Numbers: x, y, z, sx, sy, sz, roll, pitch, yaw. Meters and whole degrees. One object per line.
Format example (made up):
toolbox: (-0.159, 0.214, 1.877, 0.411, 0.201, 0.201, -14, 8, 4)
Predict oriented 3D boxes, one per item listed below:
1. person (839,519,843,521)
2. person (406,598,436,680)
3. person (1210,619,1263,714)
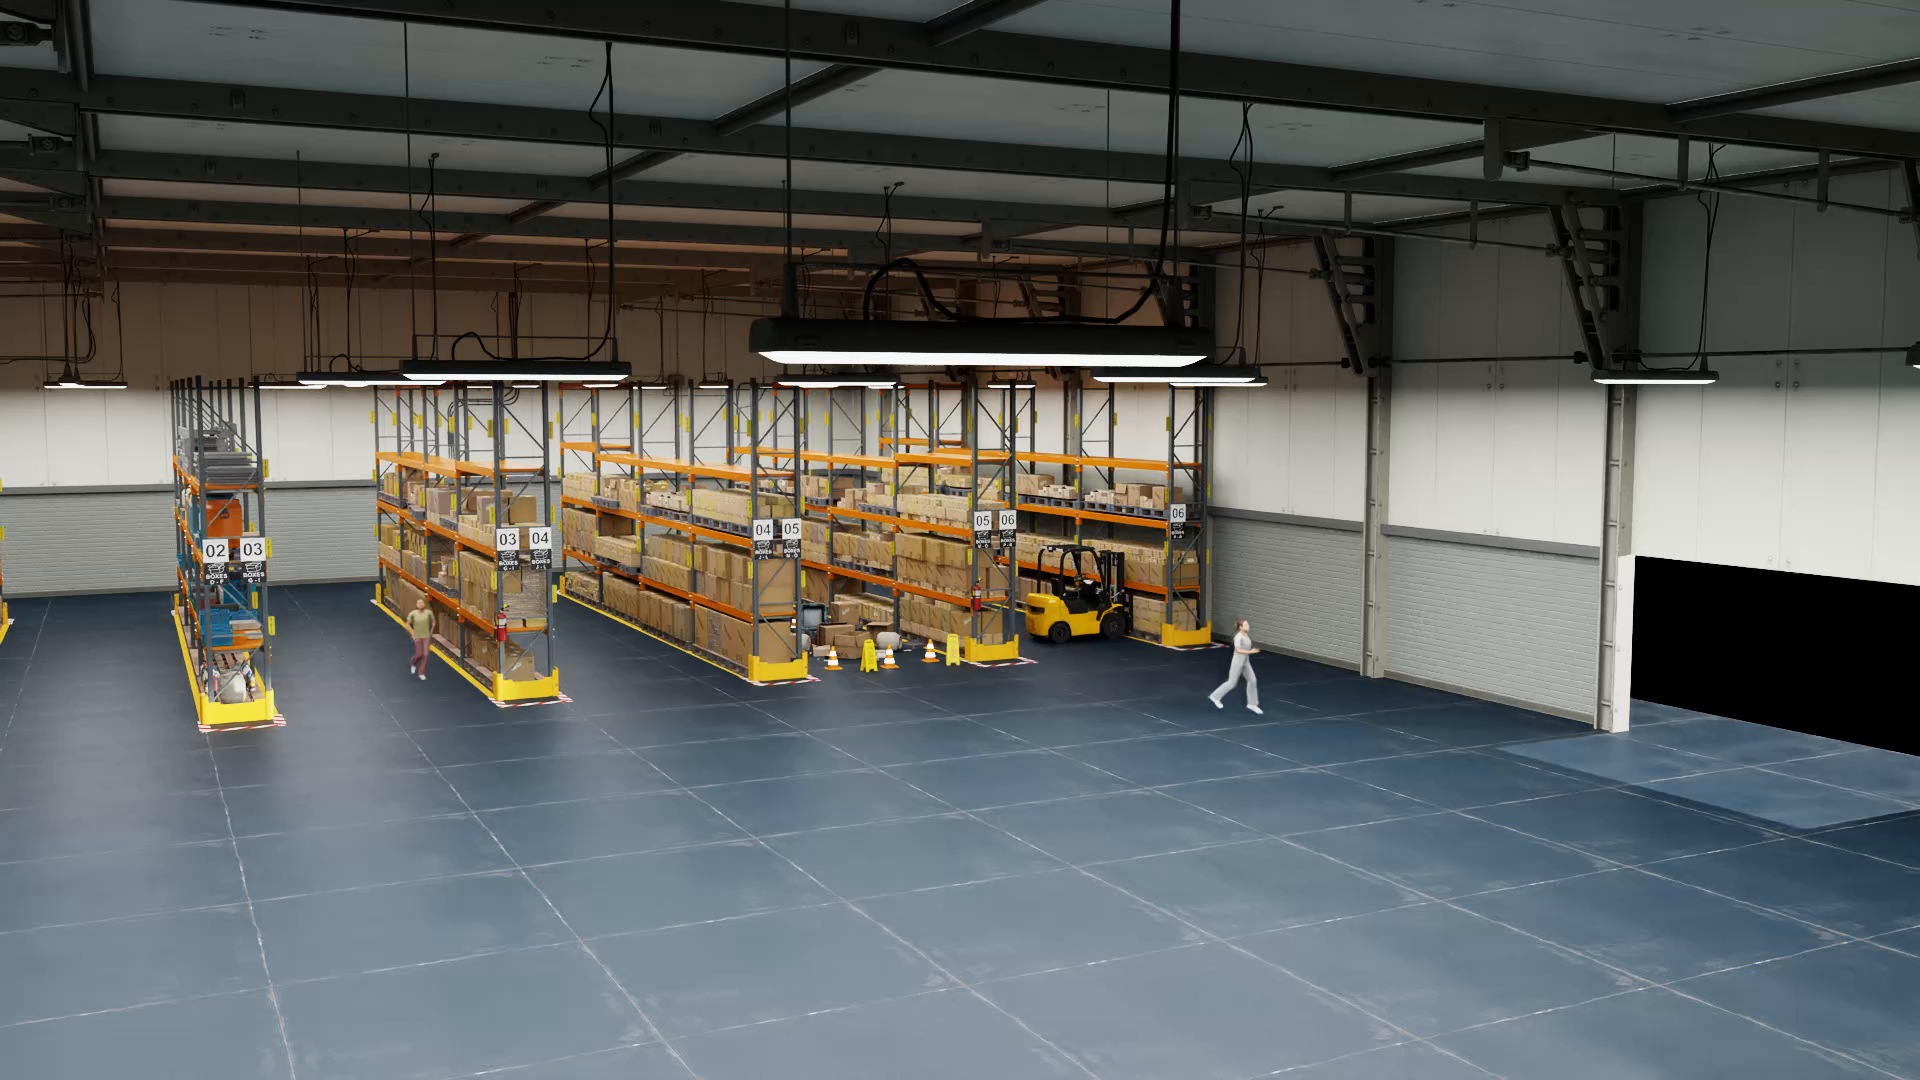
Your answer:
person: (-3.429, 0.358, 47.486, 0.735, 1.918, 0.782, -3, 6, -27)
person: (-10.760, 1.961, 33.264, 0.574, 1.639, 0.585, -3, 6, -27)
person: (4.976, 2.241, 29.784, 0.955, 1.695, 0.575, 3, 6, 31)
